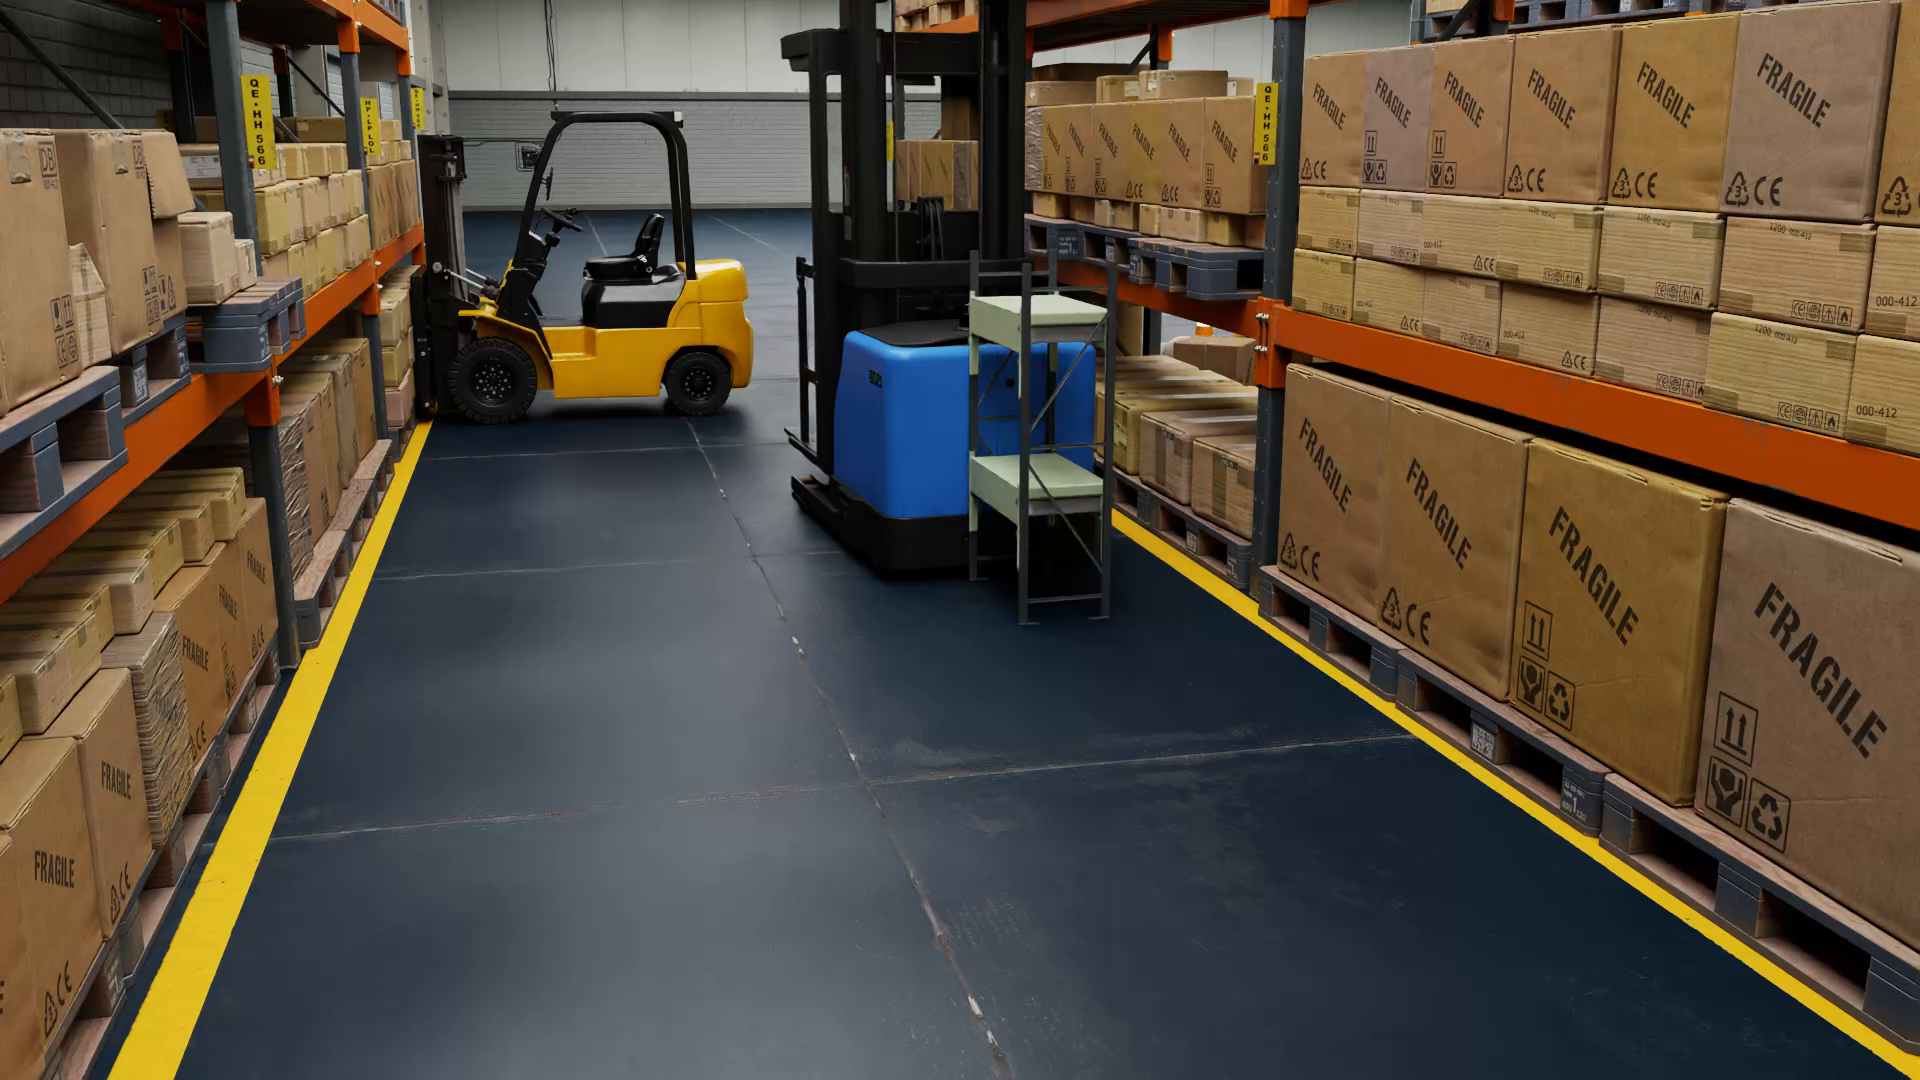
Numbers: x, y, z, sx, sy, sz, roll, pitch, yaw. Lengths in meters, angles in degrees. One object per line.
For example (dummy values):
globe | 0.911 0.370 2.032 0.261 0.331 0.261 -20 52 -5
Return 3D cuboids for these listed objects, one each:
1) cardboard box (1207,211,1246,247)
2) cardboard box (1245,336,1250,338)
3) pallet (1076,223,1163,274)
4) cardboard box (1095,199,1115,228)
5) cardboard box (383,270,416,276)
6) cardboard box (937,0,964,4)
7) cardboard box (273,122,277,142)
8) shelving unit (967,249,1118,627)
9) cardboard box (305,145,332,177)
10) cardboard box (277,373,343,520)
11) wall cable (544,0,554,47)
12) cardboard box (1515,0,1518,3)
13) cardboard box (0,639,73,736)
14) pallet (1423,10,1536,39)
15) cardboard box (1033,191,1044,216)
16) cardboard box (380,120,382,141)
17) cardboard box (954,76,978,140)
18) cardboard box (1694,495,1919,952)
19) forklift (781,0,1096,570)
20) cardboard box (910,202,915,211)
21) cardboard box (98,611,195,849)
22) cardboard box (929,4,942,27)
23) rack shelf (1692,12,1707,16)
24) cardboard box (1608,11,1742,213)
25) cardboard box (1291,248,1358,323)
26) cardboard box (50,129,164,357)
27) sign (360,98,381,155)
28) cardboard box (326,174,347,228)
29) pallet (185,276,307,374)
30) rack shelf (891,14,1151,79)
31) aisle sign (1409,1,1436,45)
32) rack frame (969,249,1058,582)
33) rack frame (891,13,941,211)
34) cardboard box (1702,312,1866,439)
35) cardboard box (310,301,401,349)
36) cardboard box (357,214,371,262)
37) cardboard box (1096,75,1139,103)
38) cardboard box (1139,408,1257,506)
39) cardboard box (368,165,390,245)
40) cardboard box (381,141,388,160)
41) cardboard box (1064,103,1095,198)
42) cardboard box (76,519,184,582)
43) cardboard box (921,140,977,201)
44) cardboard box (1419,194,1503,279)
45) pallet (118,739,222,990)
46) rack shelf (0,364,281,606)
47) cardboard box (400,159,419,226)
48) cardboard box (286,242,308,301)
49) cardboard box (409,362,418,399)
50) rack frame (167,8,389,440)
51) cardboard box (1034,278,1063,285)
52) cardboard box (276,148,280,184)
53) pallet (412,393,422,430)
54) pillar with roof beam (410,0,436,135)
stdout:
cardboard box | 1.345 -1.420 7.562 0.380 0.149 0.250 -3 14 -12
cardboard box | 2.779 -1.586 13.858 0.637 0.503 0.797 10 17 35
pallet | 1.280 -1.578 8.972 1.003 0.211 1.213 -3 14 -13
cardboard box | 0.947 -1.775 9.015 0.380 0.149 0.250 -3 14 -11
cardboard box | -4.381 -1.933 12.821 0.500 0.250 0.500 -3 14 -12
cardboard box | 0.120 -4.107 12.286 0.500 0.250 0.500 -3 14 -12
cardboard box | -4.366 -2.488 10.085 0.380 0.149 0.250 -4 14 -15
shelving unit | 0.338 -0.466 7.167 0.431 1.500 0.755 -4 15 -16
cardboard box | -3.216 -1.810 7.937 0.380 0.149 0.250 -4 14 -15
cardboard box | -3.492 -0.440 8.028 0.875 0.625 0.625 -4 14 -16
wall cable | -9.454 -14.259 43.730 3.097 2.526 0.112 -3 14 -13
cardboard box | 4.759 -4.562 13.892 0.380 0.149 0.250 -3 14 -14
cardboard box | -2.237 0.340 3.729 0.380 0.149 0.250 -3 14 -13
pallet | 4.878 -4.606 14.824 1.003 0.211 1.213 -3 14 -13
cardboard box | 0.668 -2.077 10.252 0.380 0.149 0.250 -3 14 -12
cardboard box | -4.264 -2.869 11.646 0.380 0.149 0.250 -3 14 -12
cardboard box | 0.349 -3.519 13.565 0.700 0.500 0.500 -3 14 -13
cardboard box | 2.500 0.395 4.082 0.875 0.875 0.875 -3 14 -11
forklift | -0.297 -1.590 8.760 1.130 2.935 3.031 -4 14 -18
cardboard box | -0.216 -2.851 14.305 0.380 0.149 0.250 -3 14 -13
cardboard box | -2.358 0.512 4.395 0.500 0.500 0.500 -4 14 -15
cardboard box | -0.025 -4.005 12.711 0.380 0.149 0.250 -3 14 -13
rack shelf | 6.103 -3.086 9.932 1.077 0.370 4.000 -3 14 -13
cardboard box | 2.146 -1.155 4.516 0.500 0.500 0.500 -3 14 -11
cardboard box | 1.655 -1.017 6.587 0.500 0.250 0.500 -4 14 -14
cardboard box | -2.302 -0.694 3.852 0.700 0.500 0.500 -3 14 -13
sign | -3.454 -2.419 9.735 0.100 0.325 0.005 -3 14 -13
cardboard box | -3.373 -1.697 8.315 0.500 0.250 0.500 -3 14 -12
pallet | -2.812 -0.694 5.352 1.213 0.211 1.003 -3 14 -13
rack shelf | 0.375 -3.709 12.484 1.077 0.370 4.000 -3 14 -13
aisle sign | 4.385 -4.624 15.558 0.394 0.787 0.004 -3 14 -13
rack frame | 0.237 -0.552 7.508 0.400 1.500 0.023 -4 15 -16
rack frame | -0.094 -3.063 14.643 1.000 3.000 0.127 -3 14 -13
cardboard box | 2.255 -0.429 4.177 0.500 0.250 0.500 -3 14 -14
cardboard box | -3.788 -1.346 10.416 0.500 0.250 0.500 -4 14 -14
cardboard box | -3.606 -1.688 9.332 0.500 0.250 0.500 -3 14 -12
cardboard box | 0.967 -2.479 9.165 0.380 0.149 0.250 -2 14 -10
cardboard box | 1.480 -0.445 8.582 0.950 0.372 0.625 -4 14 -14
cardboard box | -3.968 -2.147 10.685 0.500 0.500 0.500 -3 14 -12
cardboard box | -4.071 -2.611 11.218 0.380 0.149 0.250 -4 14 -15
cardboard box | 0.897 -2.183 9.318 0.500 0.500 0.500 -3 14 -14
cardboard box | -2.546 0.043 4.945 0.380 0.149 0.250 -3 14 -12
cardboard box | -0.007 -2.894 13.116 0.500 0.500 0.500 -4 14 -14
cardboard box | 1.889 -1.022 5.551 0.500 0.250 0.500 -3 14 -13
pallet | -2.618 0.870 4.421 1.003 0.211 1.213 -3 14 -13
rack shelf | -2.570 -0.129 4.150 1.077 0.370 4.000 -3 14 -13
cardboard box | -4.548 -2.735 13.091 0.500 0.500 0.500 -4 14 -14
cardboard box | -3.020 -1.099 6.922 0.500 0.250 0.500 -4 14 -14
cardboard box | -4.041 -1.095 11.497 0.500 0.250 0.500 -3 14 -12
rack frame | -3.979 -1.862 9.730 1.000 3.000 0.127 -3 14 -13
cardboard box | 0.832 -1.647 12.175 0.500 0.500 0.500 -3 14 -11
cardboard box | -2.977 -1.513 6.721 0.380 0.149 0.250 -3 14 -12
pallet | -4.415 -0.976 11.976 1.003 0.211 1.213 -3 14 -13
pillar with roof beam | -7.083 -11.265 35.576 9.100 9.000 0.400 -3 14 -13
